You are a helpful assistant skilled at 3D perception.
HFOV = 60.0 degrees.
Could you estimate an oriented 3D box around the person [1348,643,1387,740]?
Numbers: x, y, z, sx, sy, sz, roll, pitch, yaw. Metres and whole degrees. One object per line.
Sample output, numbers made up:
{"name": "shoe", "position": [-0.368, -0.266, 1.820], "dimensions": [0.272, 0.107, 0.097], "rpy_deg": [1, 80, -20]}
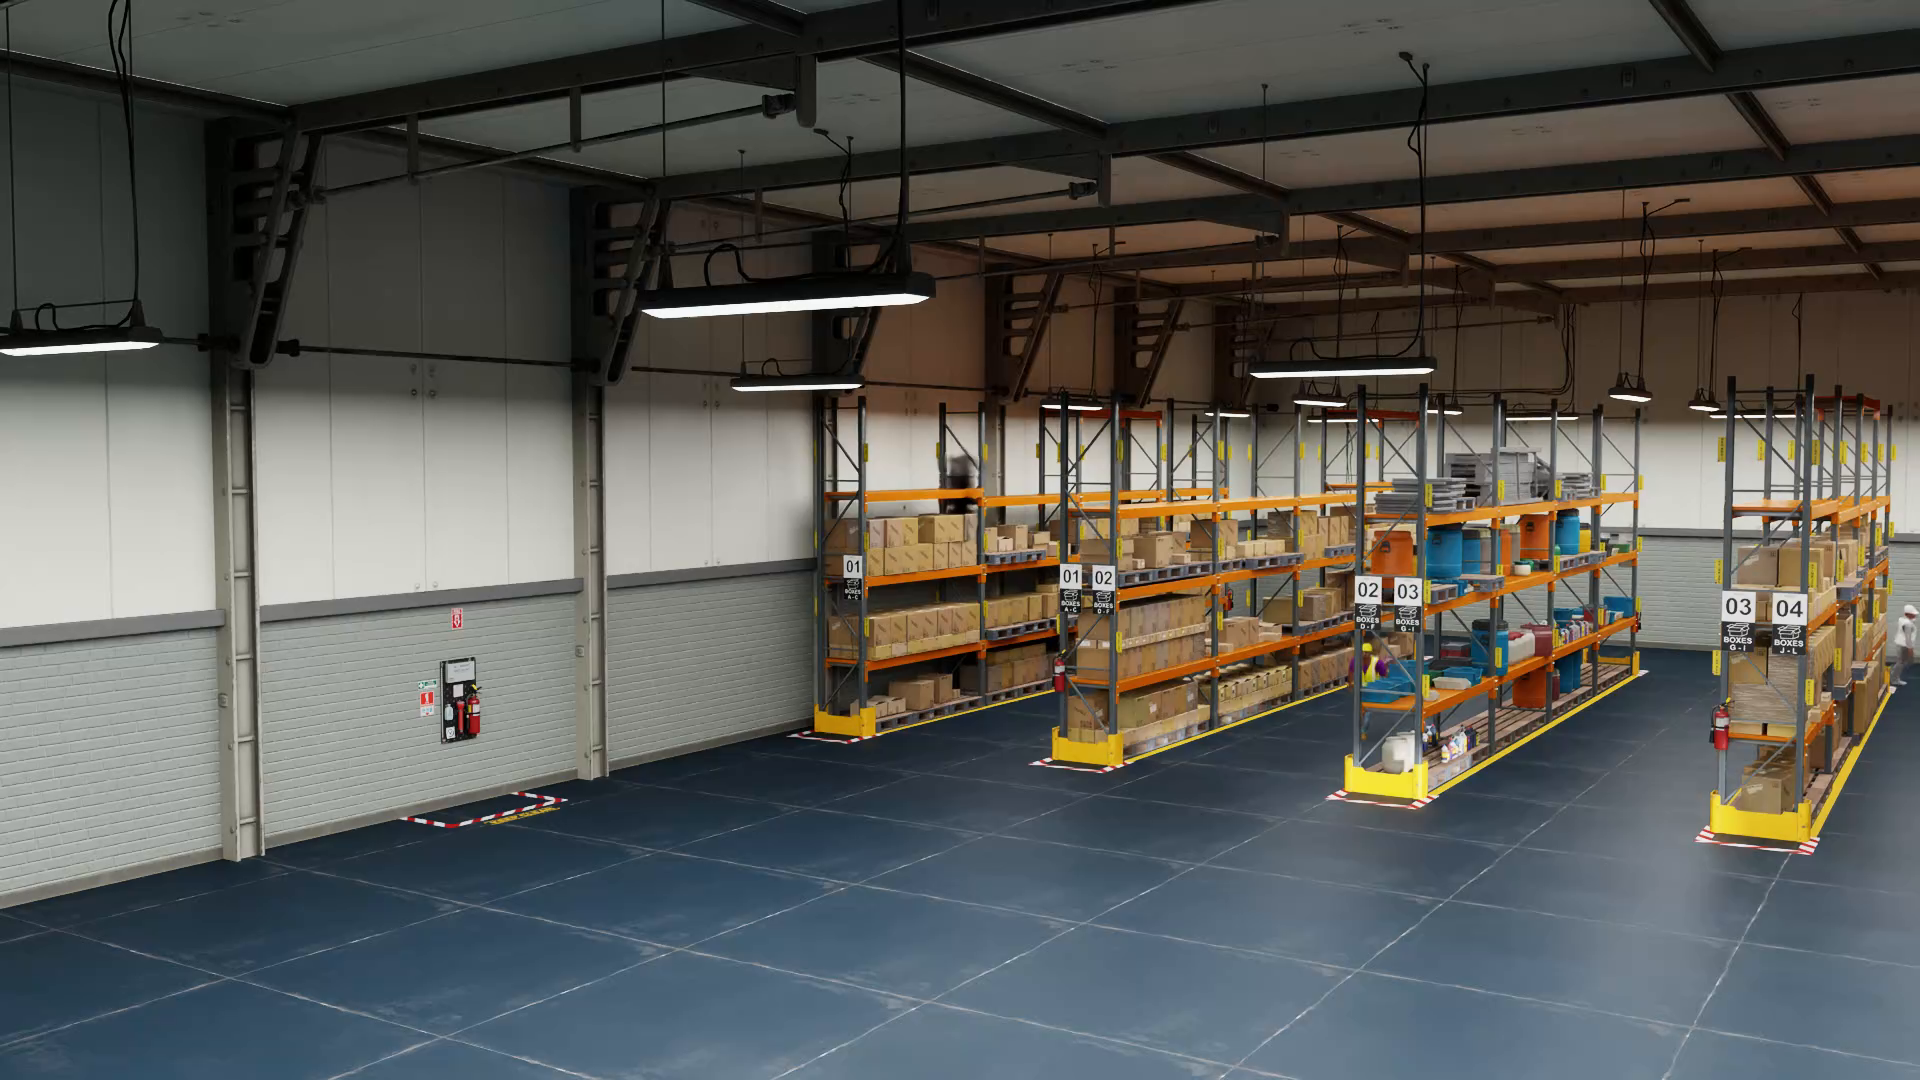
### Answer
{"name": "person", "position": [7.123, 2.633, 29.082], "dimensions": [0.685, 1.695, 0.698], "rpy_deg": [1, 3, 19]}

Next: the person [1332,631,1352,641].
{"name": "person", "position": [9.663, 2.091, 41.808], "dimensions": [0.545, 1.453, 0.717], "rpy_deg": [3, 4, 41]}

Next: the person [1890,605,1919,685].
{"name": "person", "position": [20.280, 2.251, 35.702], "dimensions": [0.485, 1.739, 0.633], "rpy_deg": [1, 3, 25]}
